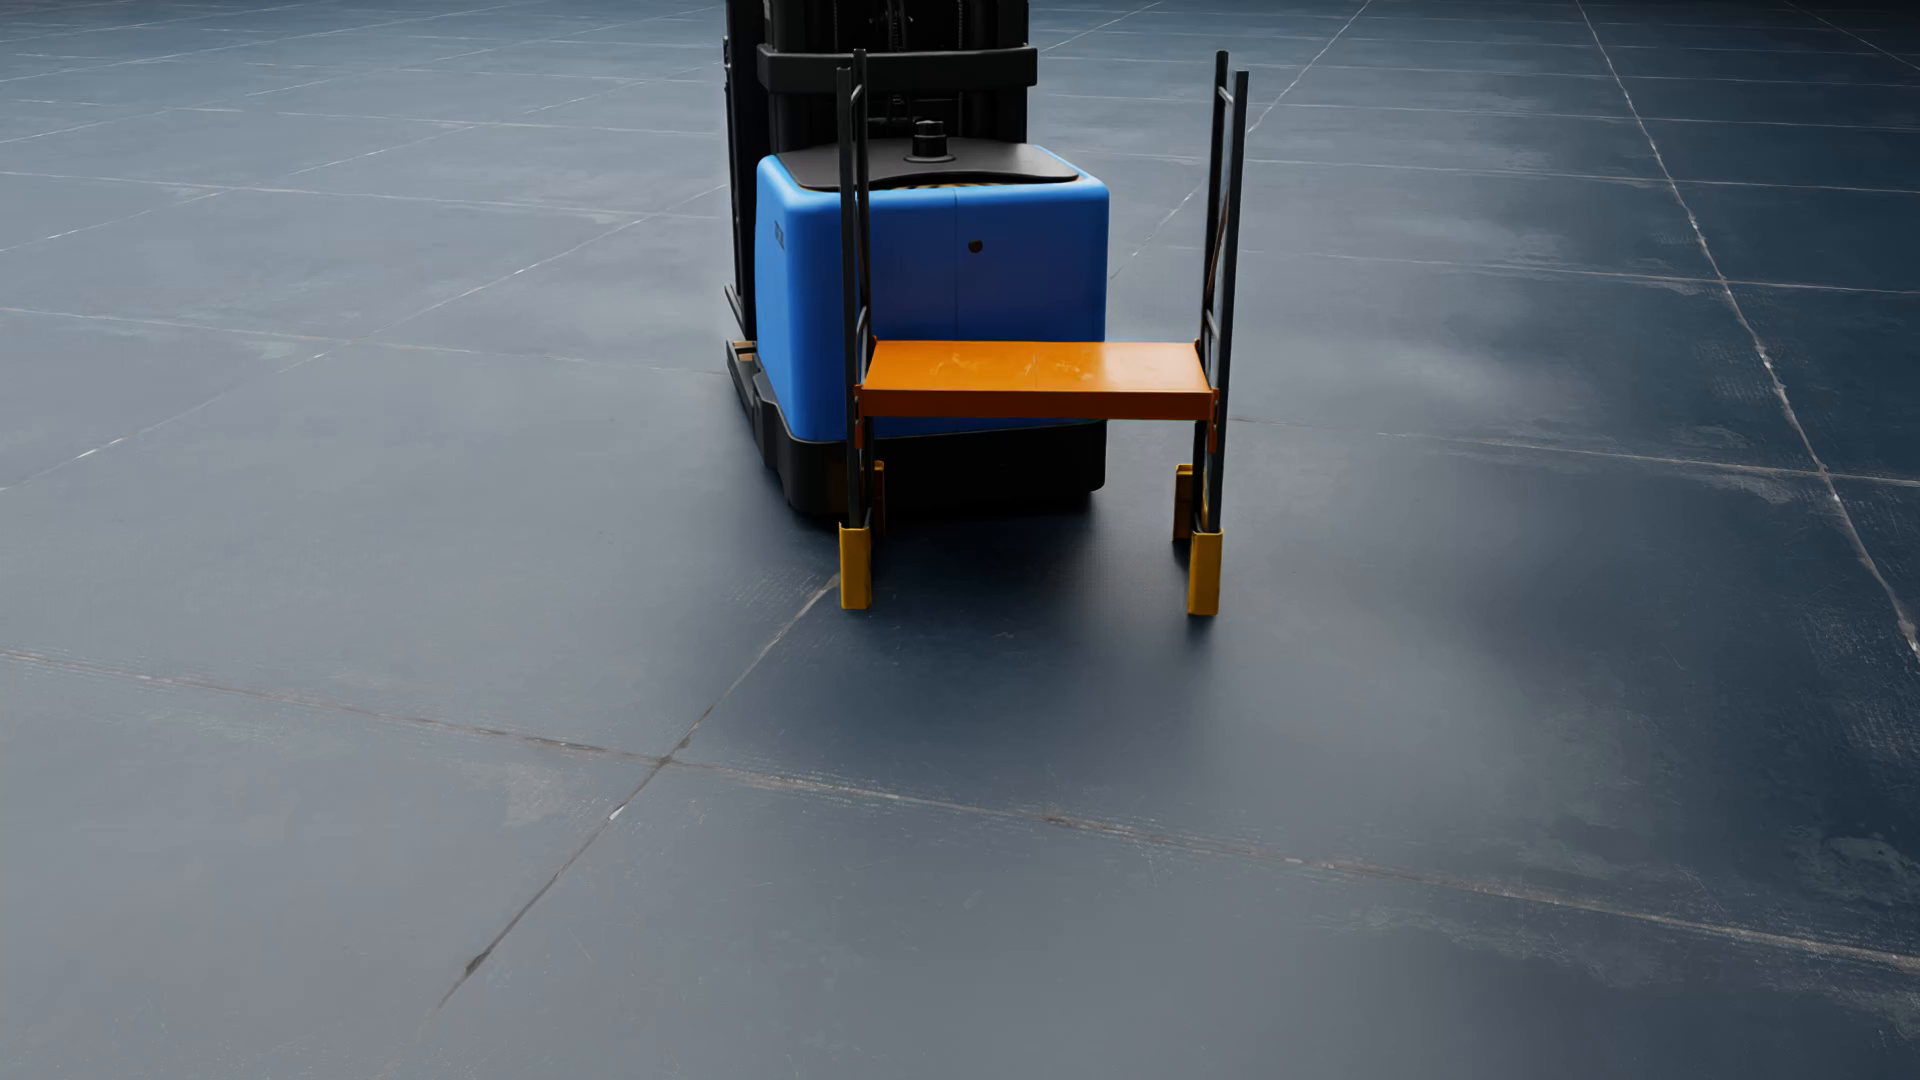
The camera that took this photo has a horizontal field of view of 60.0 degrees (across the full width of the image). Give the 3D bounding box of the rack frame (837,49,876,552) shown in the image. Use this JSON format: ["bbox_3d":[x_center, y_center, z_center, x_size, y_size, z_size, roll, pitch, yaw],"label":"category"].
[{"bbox_3d":[-0.291,-0.602,4.763,0.032,1.500,0.500,1,22,2],"label":"rack frame"}]

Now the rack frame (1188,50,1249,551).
[{"bbox_3d":[0.725,-0.589,4.729,0.032,1.500,0.500,1,22,2],"label":"rack frame"}]

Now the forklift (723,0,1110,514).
[{"bbox_3d":[-0.348,-1.967,6.203,1.130,2.935,3.031,-5,23,-12],"label":"forklift"}]

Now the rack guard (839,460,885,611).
[{"bbox_3d":[-0.289,-0.024,5.000,0.087,0.250,0.587,1,22,2],"label":"rack guard"}]

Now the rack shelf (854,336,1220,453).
[{"bbox_3d":[0.217,-0.429,4.814,1.000,0.185,0.538,1,22,2],"label":"rack shelf"}]

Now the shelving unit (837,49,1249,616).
[{"bbox_3d":[0.208,-0.596,4.746,1.083,1.500,0.587,1,22,2],"label":"shelving unit"}]

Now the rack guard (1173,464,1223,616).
[{"bbox_3d":[0.706,-0.011,4.967,0.087,0.250,0.587,1,22,2],"label":"rack guard"}]
